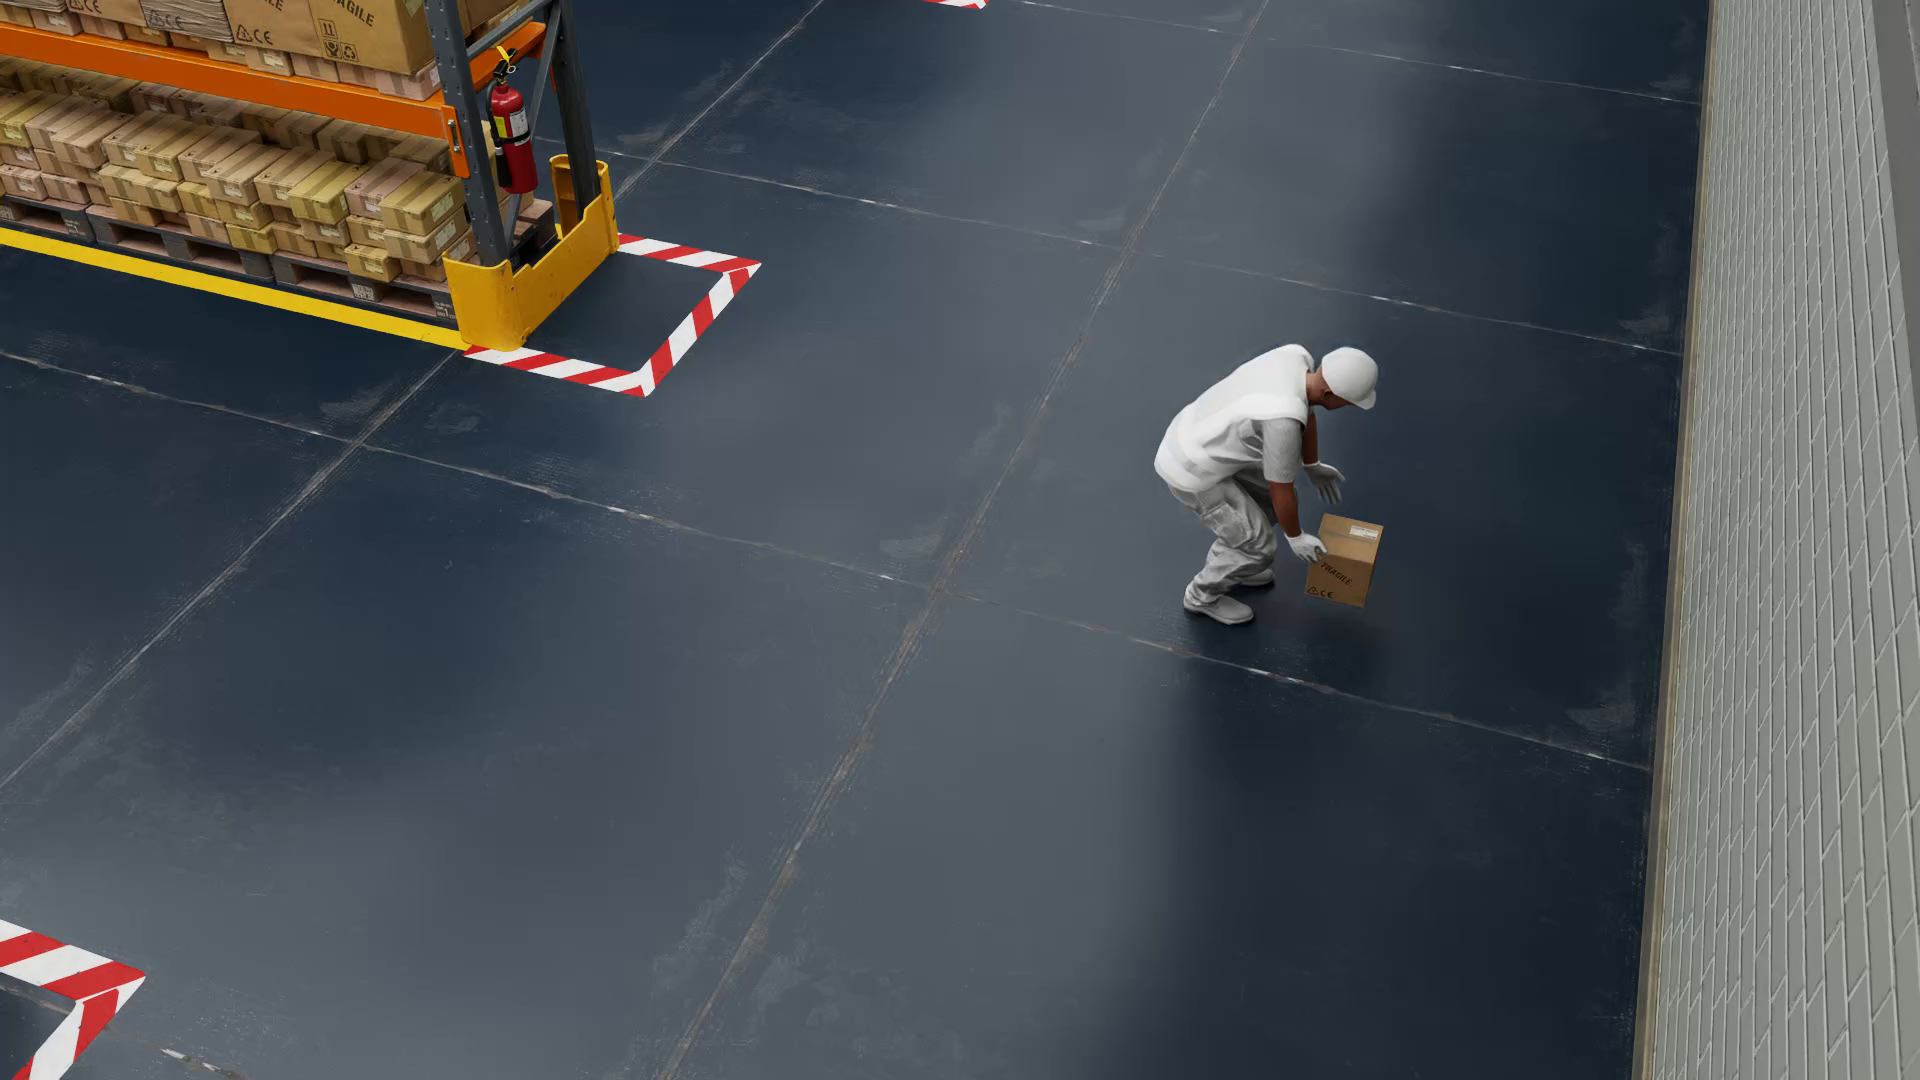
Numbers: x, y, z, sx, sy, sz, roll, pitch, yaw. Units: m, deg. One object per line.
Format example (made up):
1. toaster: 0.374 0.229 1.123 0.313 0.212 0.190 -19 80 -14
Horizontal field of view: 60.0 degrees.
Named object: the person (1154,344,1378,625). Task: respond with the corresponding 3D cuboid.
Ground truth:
1. person: 1.220 -0.284 6.820 0.813 1.322 0.612 14 43 15
